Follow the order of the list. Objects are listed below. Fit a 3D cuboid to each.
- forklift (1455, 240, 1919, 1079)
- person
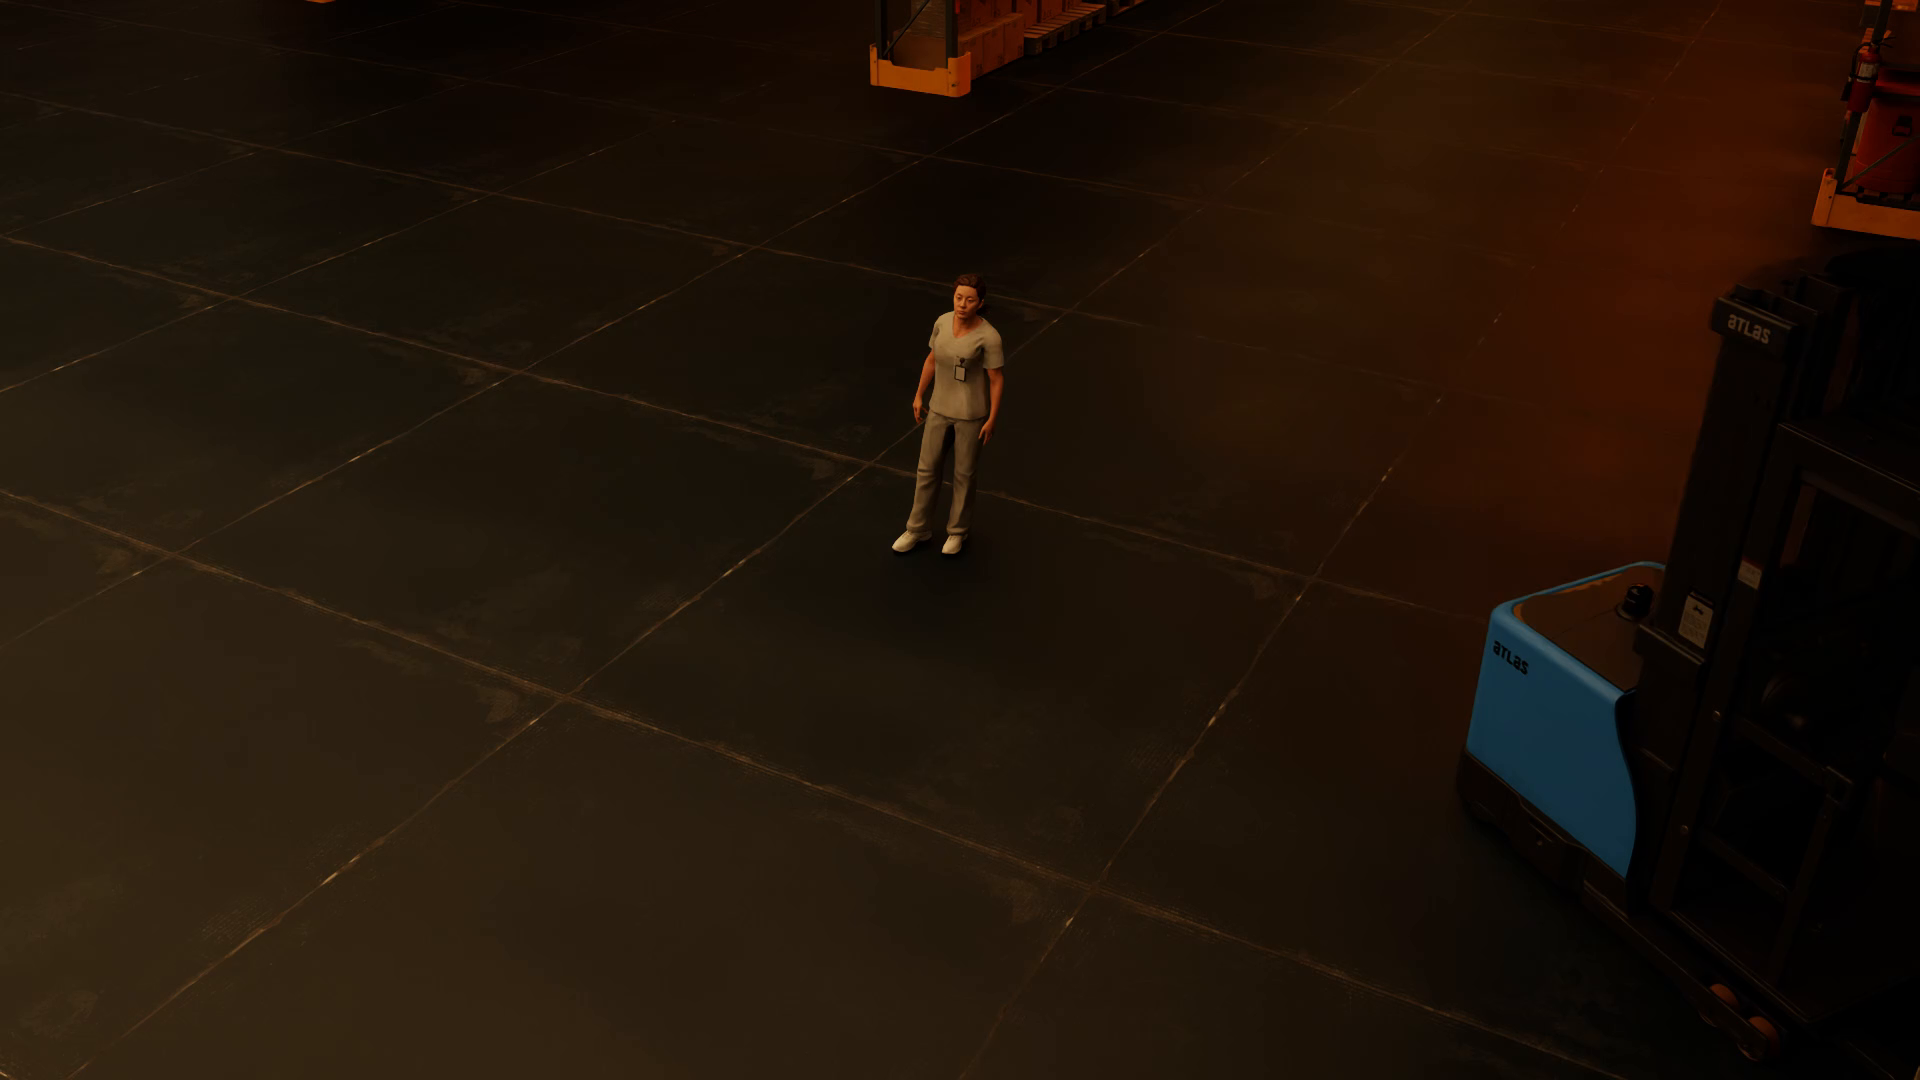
[{"bbox_3d":[3.432,0.506,6.194,1.130,2.935,3.031,-14,33,-22],"label":"forklift"},{"bbox_3d":[-0.048,-0.703,9.530,0.549,1.673,0.548,15,33,25],"label":"person"}]
